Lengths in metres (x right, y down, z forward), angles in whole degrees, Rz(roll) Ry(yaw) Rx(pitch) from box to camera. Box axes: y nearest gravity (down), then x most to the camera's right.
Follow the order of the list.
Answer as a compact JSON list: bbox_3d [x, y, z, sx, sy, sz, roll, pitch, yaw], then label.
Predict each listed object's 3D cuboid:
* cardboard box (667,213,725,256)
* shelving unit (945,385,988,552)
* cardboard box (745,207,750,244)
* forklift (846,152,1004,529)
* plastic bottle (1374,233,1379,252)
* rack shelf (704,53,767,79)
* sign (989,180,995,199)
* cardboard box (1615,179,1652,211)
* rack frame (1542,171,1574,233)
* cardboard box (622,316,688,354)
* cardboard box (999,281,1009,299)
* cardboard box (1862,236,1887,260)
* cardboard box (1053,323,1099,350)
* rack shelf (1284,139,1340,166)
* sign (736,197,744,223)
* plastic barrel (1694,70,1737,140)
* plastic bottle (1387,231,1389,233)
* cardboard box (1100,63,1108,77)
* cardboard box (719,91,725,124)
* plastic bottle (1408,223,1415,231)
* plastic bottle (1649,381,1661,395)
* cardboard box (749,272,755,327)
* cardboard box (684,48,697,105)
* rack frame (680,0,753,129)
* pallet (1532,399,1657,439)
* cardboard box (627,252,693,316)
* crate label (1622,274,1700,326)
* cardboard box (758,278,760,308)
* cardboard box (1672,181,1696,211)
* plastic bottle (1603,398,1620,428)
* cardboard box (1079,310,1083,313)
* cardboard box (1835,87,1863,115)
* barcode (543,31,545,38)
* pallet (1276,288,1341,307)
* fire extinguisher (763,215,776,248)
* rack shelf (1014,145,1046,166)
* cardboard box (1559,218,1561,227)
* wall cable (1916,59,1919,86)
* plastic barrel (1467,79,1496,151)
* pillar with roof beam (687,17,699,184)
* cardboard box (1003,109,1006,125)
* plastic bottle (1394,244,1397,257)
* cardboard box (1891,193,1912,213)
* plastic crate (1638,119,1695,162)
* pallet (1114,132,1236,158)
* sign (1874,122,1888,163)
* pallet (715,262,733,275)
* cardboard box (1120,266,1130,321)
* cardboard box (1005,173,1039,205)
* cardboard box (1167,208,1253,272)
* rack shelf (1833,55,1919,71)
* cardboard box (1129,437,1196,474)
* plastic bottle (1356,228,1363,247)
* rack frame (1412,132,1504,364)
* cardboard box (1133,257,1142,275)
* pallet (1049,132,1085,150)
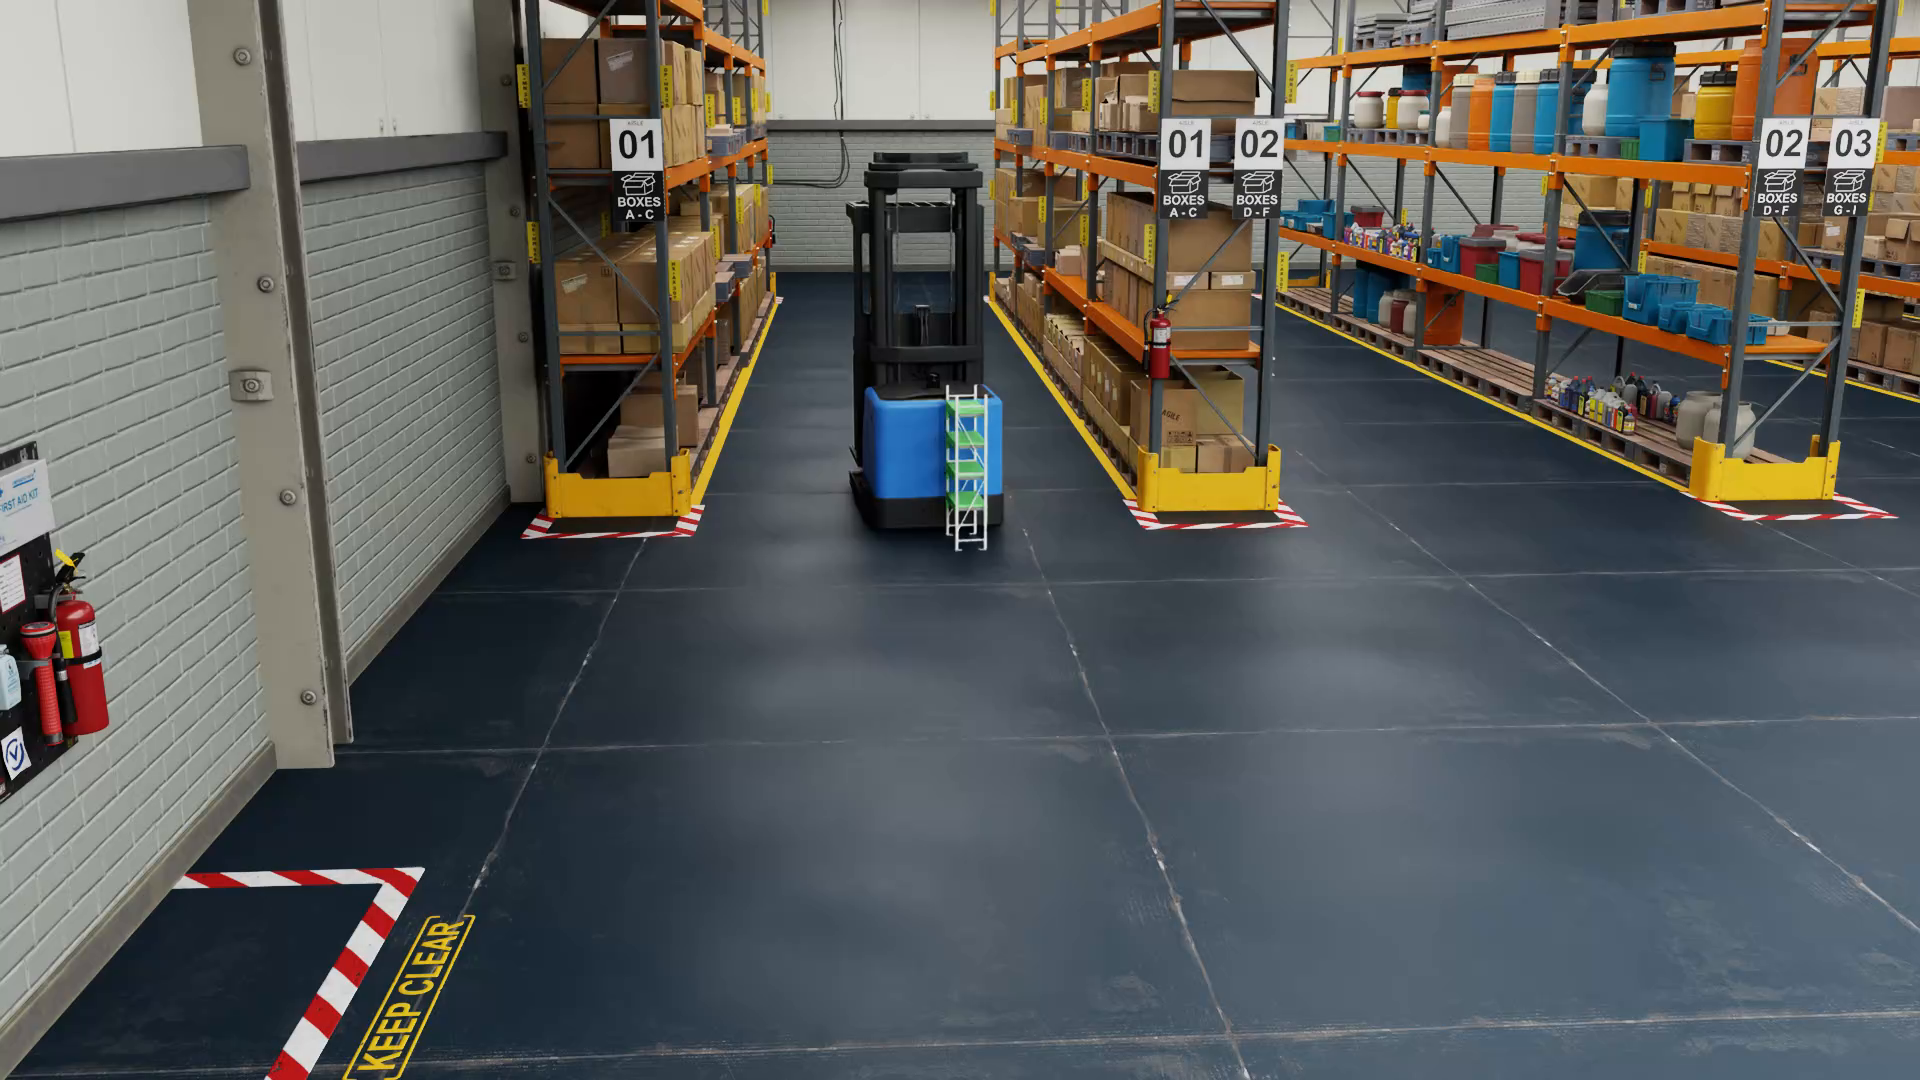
[{"bbox_3d":[-3.302,-3.802,20.700,0.700,0.500,0.500,-3,15,-10],"label":"cardboard box"},{"bbox_3d":[0.049,-0.557,12.784,0.258,1.200,0.503,-2,15,-8],"label":"shelving unit"},{"bbox_3d":[-3.209,-4.367,23.143,0.500,0.500,0.500,0,14,-2],"label":"cardboard box"},{"bbox_3d":[-0.381,-1.828,14.248,1.130,2.935,3.031,-2,15,-8],"label":"forklift"},{"bbox_3d":[6.005,-4.280,23.901,0.097,0.271,0.097,0,14,0],"label":"plastic bottle"},{"bbox_3d":[-3.713,-7.513,26.413,1.077,0.370,4.000,-1,14,-3],"label":"rack shelf"},{"bbox_3d":[0.566,-6.135,29.114,0.100,0.325,0.005,-1,14,-3],"label":"sign"},{"bbox_3d":[10.920,-5.551,26.780,0.500,0.500,0.500,-1,14,-3],"label":"cardboard box"},{"bbox_3d":[10.995,-5.876,29.845,1.000,3.000,0.127,-1,14,-3],"label":"rack frame"},{"bbox_3d":[-2.559,-1.731,13.995,0.500,0.250,0.500,-1,14,-5],"label":"cardboard box"},{"bbox_3d":[0.920,-4.217,28.033,0.500,0.250,0.500,-1,14,-3],"label":"cardboard box"},{"bbox_3d":[11.365,-3.597,20.445,0.500,0.250,0.500,-1,14,-5],"label":"cardboard box"},{"bbox_3d":[1.413,-2.486,20.218,0.500,0.311,0.500,-1,14,-5],"label":"cardboard box"},{"bbox_3d":[6.175,-6.407,27.331,1.077,0.370,4.000,-1,14,-3],"label":"rack shelf"},{"bbox_3d":[-2.800,-4.190,21.128,0.100,0.325,0.005,-1,14,-3],"label":"sign"},{"bbox_3d":[6.845,-3.849,14.727,0.600,0.588,0.600,0,14,0],"label":"plastic barrel"},{"bbox_3d":[6.523,-4.609,25.320,0.097,0.201,0.097,0,14,0],"label":"plastic bottle"},{"bbox_3d":[1.794,-4.982,18.302,0.500,0.500,0.500,1,14,2],"label":"cardboard box"},{"bbox_3d":[-3.535,-5.760,22.290,0.700,0.500,0.500,0,14,-1],"label":"cardboard box"},{"bbox_3d":[6.694,-4.512,24.640,0.144,0.351,0.185,-1,14,-3],"label":"plastic bottle"},{"bbox_3d":[7.154,-1.462,17.121,0.144,0.351,0.185,-1,14,-4],"label":"plastic bottle"},{"bbox_3d":[-3.361,-3.434,23.823,0.750,0.750,0.750,0,14,-2],"label":"cardboard box"},{"bbox_3d":[-2.704,-4.271,15.340,0.500,0.500,0.500,-1,14,-5],"label":"cardboard box"},{"bbox_3d":[-3.589,-7.557,24.340,1.000,3.000,0.127,-1,14,-3],"label":"rack frame"},{"bbox_3d":[6.795,-1.297,17.645,1.003,0.211,1.213,-1,14,-3],"label":"pallet"},{"bbox_3d":[-2.596,-2.214,14.369,0.500,0.500,0.500,-1,14,-3],"label":"cardboard box"},{"bbox_3d":[6.659,-2.291,15.841,0.502,0.435,0.616,-1,14,-3],"label":"crate label"},{"bbox_3d":[-3.561,-3.957,26.561,0.700,0.500,0.500,-1,14,-4],"label":"cardboard box"},{"bbox_3d":[11.290,-5.257,25.225,0.797,0.503,0.637,-1,14,-5],"label":"cardboard box"},{"bbox_3d":[6.494,-1.262,16.496,0.152,0.276,0.135,-1,14,-5],"label":"plastic bottle"},{"bbox_3d":[1.860,-2.855,22.236,0.500,0.500,0.500,0,14,-1],"label":"cardboard box"},{"bbox_3d":[11.291,-5.383,20.704,0.500,0.500,0.500,-1,14,-3],"label":"cardboard box"},{"bbox_3d":[-3.388,-4.112,13.559,0.001,0.075,0.075,-1,14,-3],"label":"barcode"},{"bbox_3d":[6.064,-4.244,29.096,1.003,0.211,1.213,-1,14,-3],"label":"pallet"},{"bbox_3d":[-3.385,-5.473,29.183,0.296,0.674,0.183,-1,14,-3],"label":"fire extinguisher"},{"bbox_3d":[1.479,-5.336,23.171,1.077,0.370,4.000,-1,14,-3],"label":"rack shelf"},{"bbox_3d":[10.705,-5.597,29.266,0.380,0.149,0.250,-1,14,-4],"label":"cardboard box"},{"bbox_3d":[20.252,-10.345,35.174,0.463,3.000,0.029,-1,14,-3],"label":"wall cable"},{"bbox_3d":[6.422,-5.101,19.949,0.600,0.830,0.708,-1,14,-3],"label":"plastic barrel"},{"bbox_3d":[-0.571,-9.277,31.022,9.100,9.000,0.400,-1,14,-3],"label":"pillar with roof beam"},{"bbox_3d":[0.968,-6.842,26.875,0.500,0.250,0.500,-1,14,-3],"label":"cardboard box"},{"bbox_3d":[6.063,-4.015,23.012,0.097,0.201,0.097,0,14,0],"label":"plastic bottle"},{"bbox_3d":[15.827,-5.494,27.563,0.500,0.500,0.500,-1,14,-4],"label":"cardboard box"},{"bbox_3d":[6.624,-3.735,15.536,0.392,0.384,0.575,-1,14,-3],"label":"plastic crate"},{"bbox_3d":[2.002,-3.635,15.293,1.003,0.211,1.213,-1,14,-3],"label":"pallet"},{"bbox_3d":[7.592,-3.285,13.737,0.100,0.325,0.005,-1,14,-3],"label":"sign"},{"bbox_3d":[-3.178,-3.073,19.334,1.003,0.211,1.213,-1,14,-3],"label":"pallet"},{"bbox_3d":[1.951,-2.422,16.220,0.700,0.500,0.500,-1,14,-3],"label":"cardboard box"},{"bbox_3d":[1.000,-5.637,26.707,0.500,0.500,0.500,-1,14,-3],"label":"cardboard box"},{"bbox_3d":[2.079,-2.551,14.118,0.700,0.500,0.500,-1,14,-3],"label":"cardboard box"},{"bbox_3d":[16.075,-7.986,27.455,1.077,0.370,4.000,-1,14,-3],"label":"rack shelf"},{"bbox_3d":[1.770,-0.746,14.580,0.500,0.250,0.500,-1,14,-3],"label":"cardboard box"},{"bbox_3d":[5.950,-4.501,24.760,0.097,0.271,0.097,0,14,0],"label":"plastic bottle"},{"bbox_3d":[6.547,-3.810,21.815,1.000,3.000,0.127,-1,14,-3],"label":"rack frame"},{"bbox_3d":[1.803,-2.522,15.305,0.380,0.149,0.250,0,14,-2],"label":"cardboard box"},{"bbox_3d":[1.734,-4.929,20.521,1.213,0.211,1.003,0,14,-1],"label":"pallet"}]
